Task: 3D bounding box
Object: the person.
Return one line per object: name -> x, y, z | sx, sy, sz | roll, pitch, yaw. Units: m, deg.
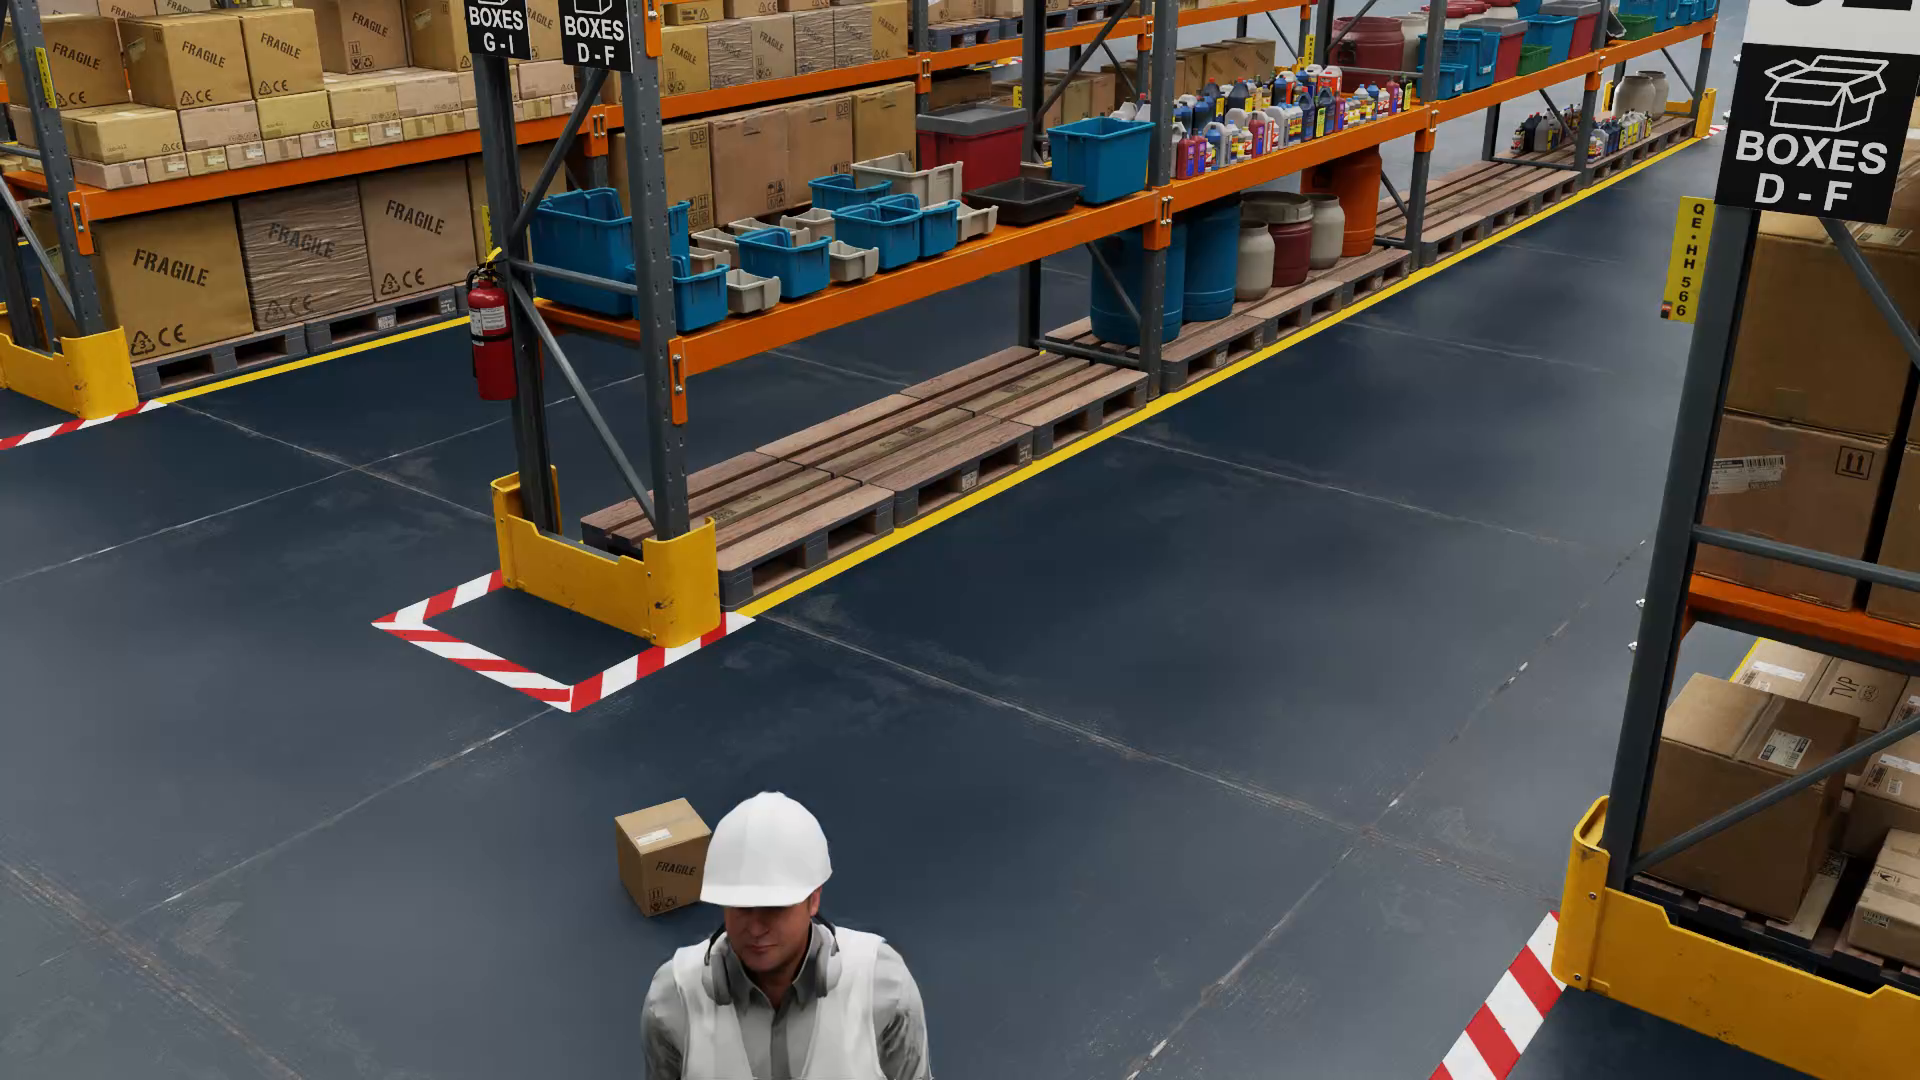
person -> -0.312, 1.255, 3.158 | 0.532, 1.731, 0.957 | -3, 24, -8
